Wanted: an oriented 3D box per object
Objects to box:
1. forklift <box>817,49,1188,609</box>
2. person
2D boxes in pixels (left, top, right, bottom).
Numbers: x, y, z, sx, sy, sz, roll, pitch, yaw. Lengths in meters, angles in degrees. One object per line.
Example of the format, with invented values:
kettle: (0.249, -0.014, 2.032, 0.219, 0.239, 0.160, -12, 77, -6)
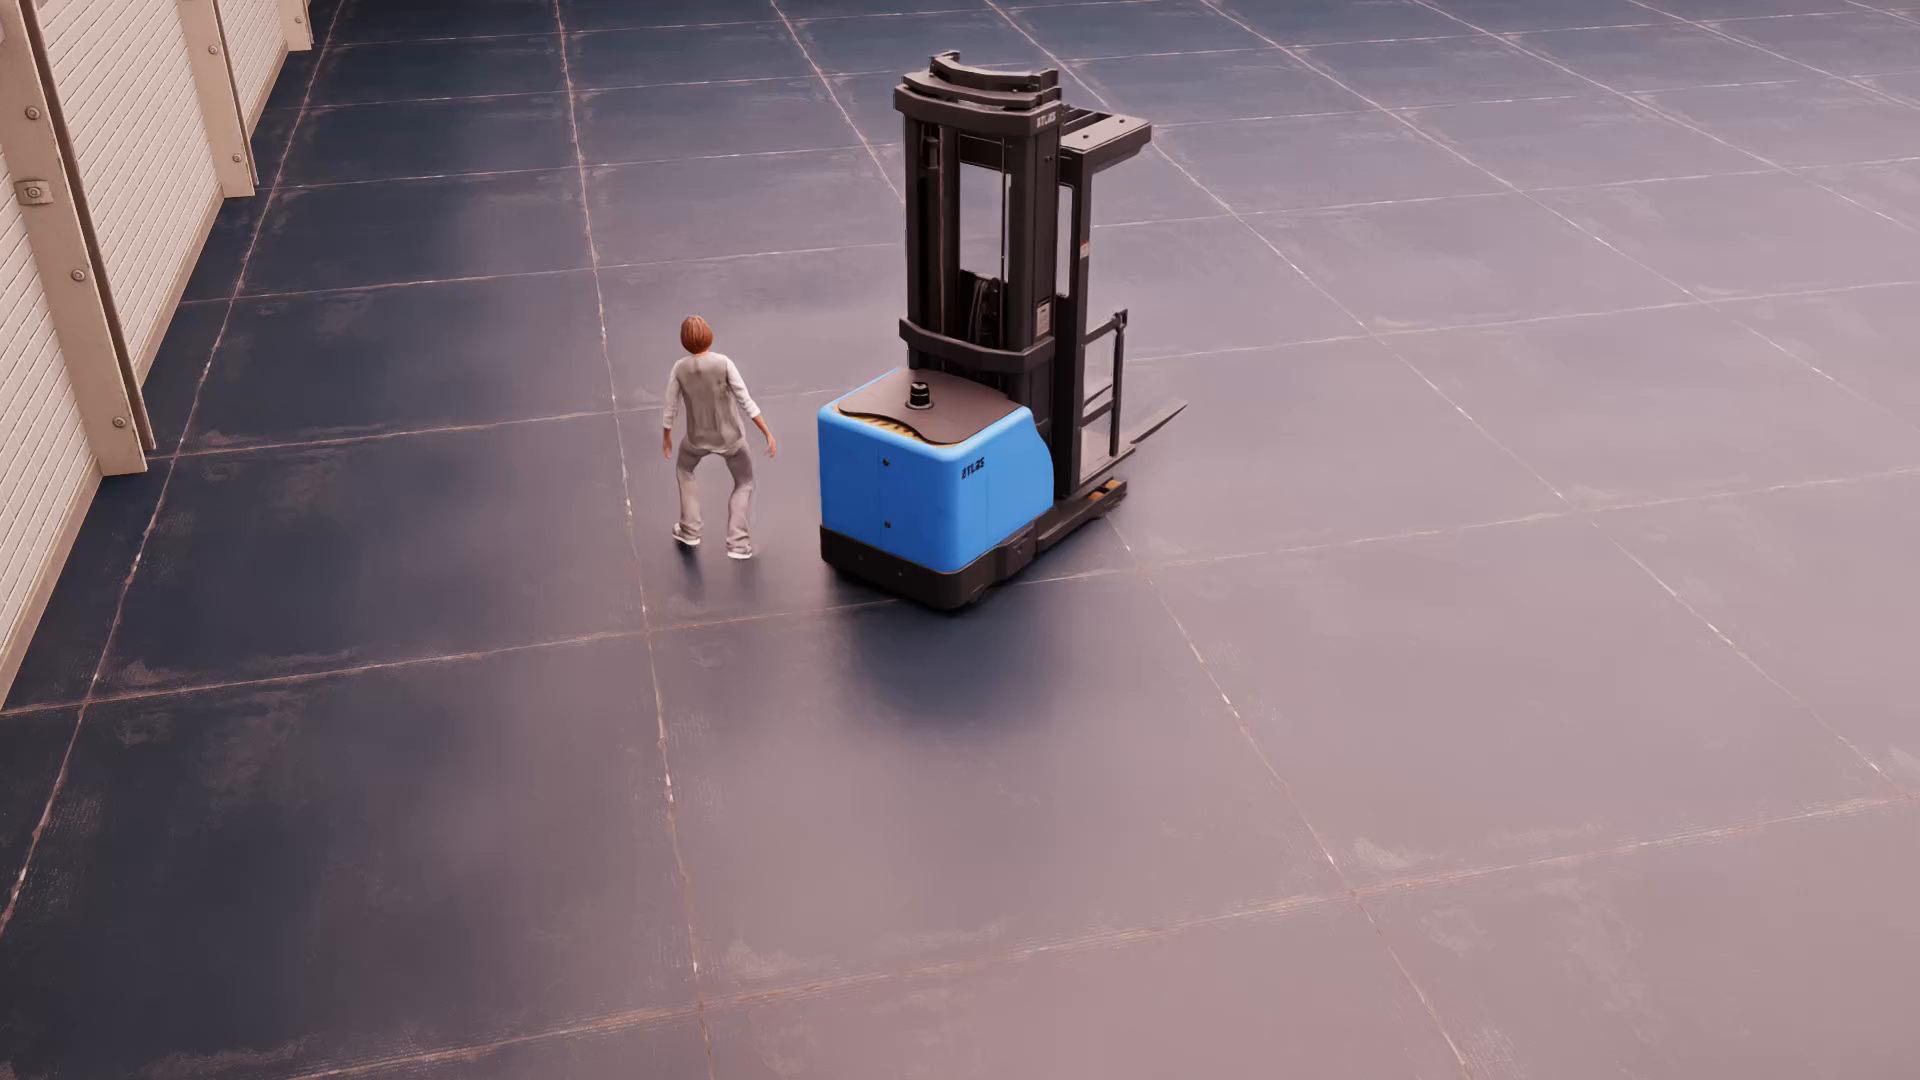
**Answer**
forklift: (0.439, -1.548, 10.248, 1.130, 2.935, 3.031, 21, 36, 31)
person: (-1.464, -0.601, 10.024, 0.741, 1.536, 0.475, 4, 30, 6)
